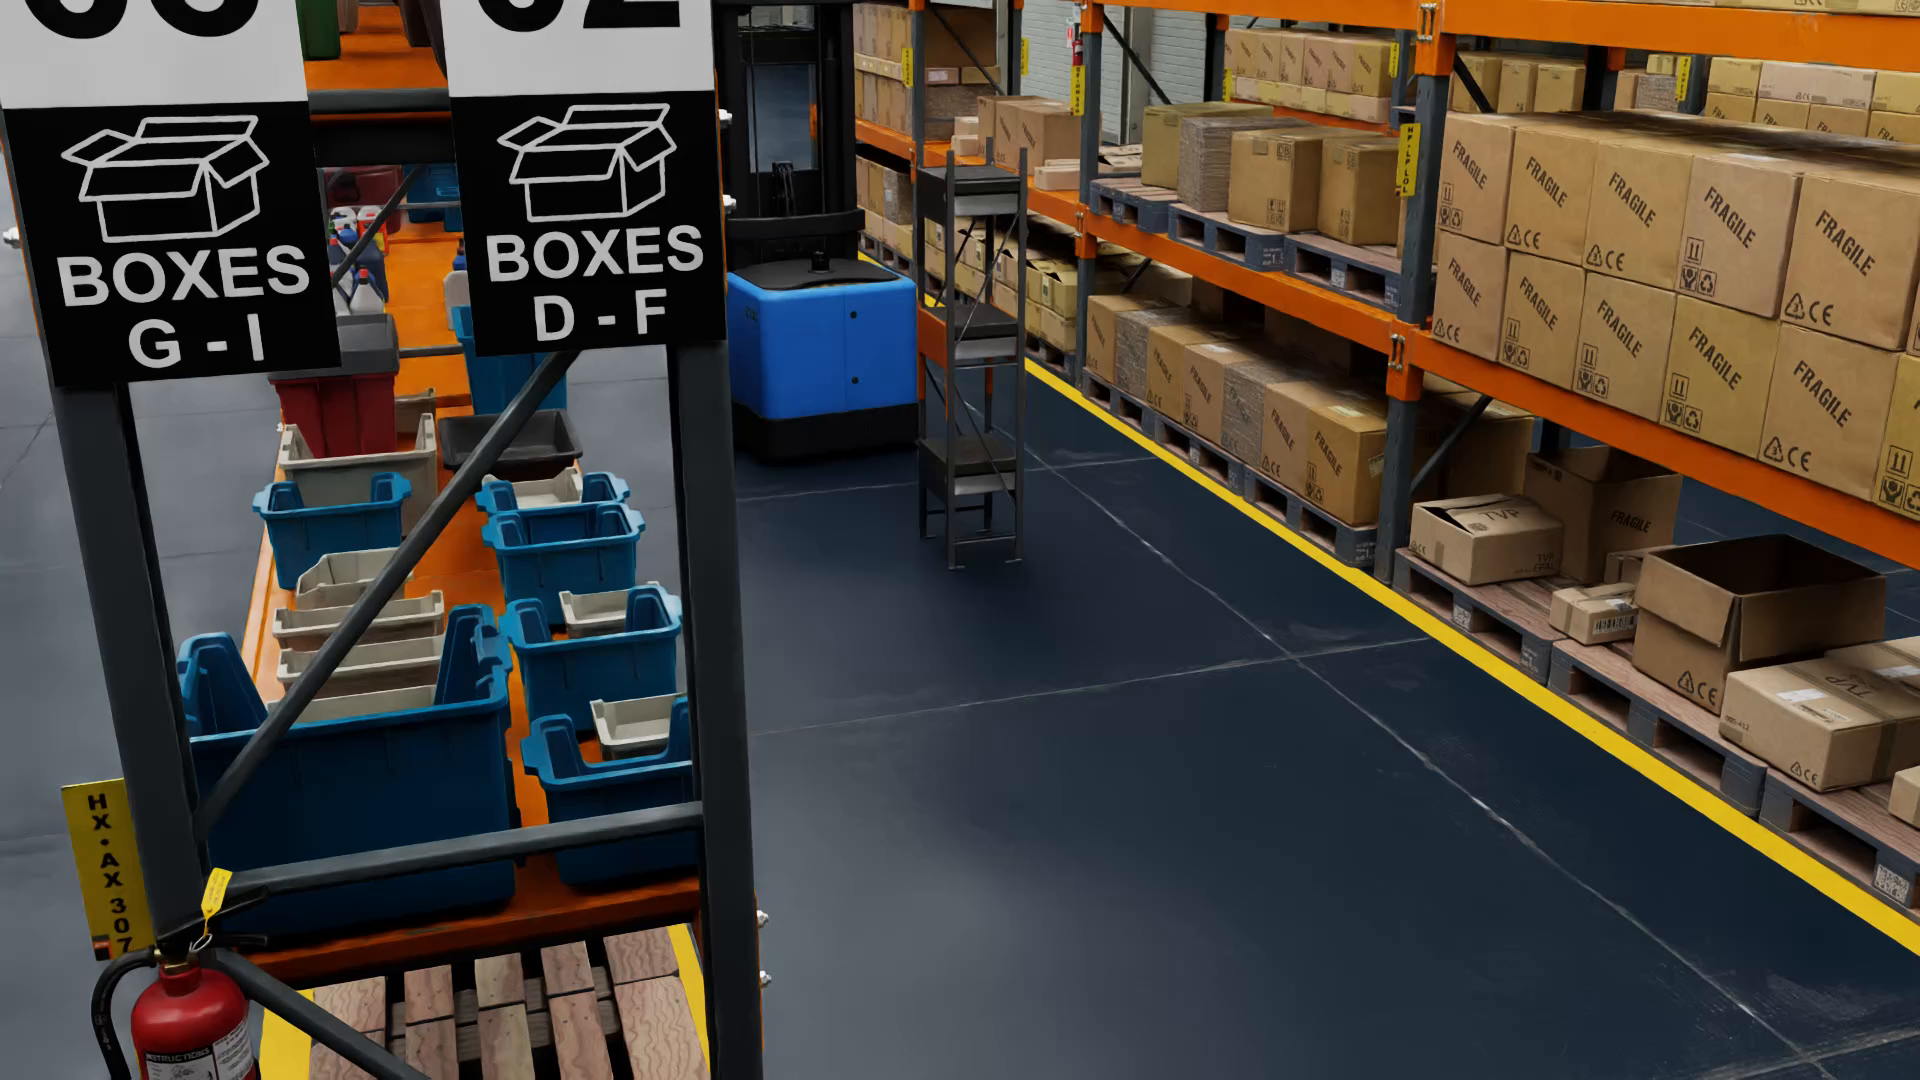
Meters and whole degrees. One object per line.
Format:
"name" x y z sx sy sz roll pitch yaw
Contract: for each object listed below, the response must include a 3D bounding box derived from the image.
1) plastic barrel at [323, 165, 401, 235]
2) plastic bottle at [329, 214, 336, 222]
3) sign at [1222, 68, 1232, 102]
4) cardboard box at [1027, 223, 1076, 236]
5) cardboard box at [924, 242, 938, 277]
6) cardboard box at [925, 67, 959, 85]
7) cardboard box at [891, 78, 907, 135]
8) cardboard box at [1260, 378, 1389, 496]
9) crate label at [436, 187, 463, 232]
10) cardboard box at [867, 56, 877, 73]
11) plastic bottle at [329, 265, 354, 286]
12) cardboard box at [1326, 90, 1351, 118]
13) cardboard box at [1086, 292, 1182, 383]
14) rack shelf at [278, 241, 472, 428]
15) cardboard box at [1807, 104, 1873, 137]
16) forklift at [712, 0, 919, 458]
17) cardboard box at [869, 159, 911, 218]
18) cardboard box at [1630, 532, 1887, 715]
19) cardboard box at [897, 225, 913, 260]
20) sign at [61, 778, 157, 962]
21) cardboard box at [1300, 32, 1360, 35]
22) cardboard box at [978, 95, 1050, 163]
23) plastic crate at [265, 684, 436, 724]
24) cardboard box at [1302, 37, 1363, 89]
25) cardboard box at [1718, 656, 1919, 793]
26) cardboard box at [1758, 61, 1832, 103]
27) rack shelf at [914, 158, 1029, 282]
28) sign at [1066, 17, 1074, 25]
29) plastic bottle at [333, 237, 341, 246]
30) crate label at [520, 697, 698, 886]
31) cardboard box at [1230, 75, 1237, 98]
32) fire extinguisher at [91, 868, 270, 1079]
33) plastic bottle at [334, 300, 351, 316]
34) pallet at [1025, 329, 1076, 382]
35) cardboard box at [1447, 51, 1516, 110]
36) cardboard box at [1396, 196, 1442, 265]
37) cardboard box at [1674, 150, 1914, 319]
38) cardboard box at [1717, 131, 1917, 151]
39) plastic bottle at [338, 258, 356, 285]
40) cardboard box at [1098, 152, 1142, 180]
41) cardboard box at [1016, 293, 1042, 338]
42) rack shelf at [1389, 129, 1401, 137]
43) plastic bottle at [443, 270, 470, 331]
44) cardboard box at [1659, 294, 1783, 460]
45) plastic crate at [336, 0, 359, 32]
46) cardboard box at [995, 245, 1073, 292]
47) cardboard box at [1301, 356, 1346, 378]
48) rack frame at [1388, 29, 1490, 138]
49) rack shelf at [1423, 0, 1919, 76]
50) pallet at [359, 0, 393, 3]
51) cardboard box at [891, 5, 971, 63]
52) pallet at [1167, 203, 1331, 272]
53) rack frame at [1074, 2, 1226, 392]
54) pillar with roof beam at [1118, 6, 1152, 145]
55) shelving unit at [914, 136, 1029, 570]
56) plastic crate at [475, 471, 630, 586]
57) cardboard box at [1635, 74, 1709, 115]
"plastic barrel" -3.820 -2.192 10.381 0.600 0.536 0.708 -6 21 -17
"plastic bottle" -3.498 -1.673 9.309 0.061 0.283 0.133 -6 21 -17
"sign" 1.829 -3.105 11.528 0.100 0.325 0.005 -6 21 -17
"cardboard box" 0.783 -2.561 14.227 0.500 0.311 0.500 -6 21 -17
"cardboard box" -0.049 -2.568 15.075 0.500 0.250 0.500 -7 21 -19
"cardboard box" -0.229 -4.237 15.168 0.380 0.149 0.250 -6 21 -17
"cardboard box" -0.258 -4.177 15.962 0.700 0.500 0.500 -7 21 -18
"cardboard box" 1.999 -0.571 9.116 0.500 0.500 0.500 -6 21 -17
"crate label" -3.163 -2.108 10.595 0.303 0.233 0.416 -6 21 -17
"cardboard box" -0.713 -4.729 16.539 0.380 0.149 0.250 -6 21 -15
"plastic bottle" -2.949 -1.158 7.887 0.152 0.276 0.135 -6 21 -17
"cardboard box" 4.176 -4.567 17.386 0.500 0.250 0.500 -6 21 -17
"cardboard box" 1.189 -1.391 11.398 0.500 0.500 0.500 -5 20 -15
"rack shelf" -2.758 -1.031 8.414 1.077 0.370 4.000 -6 21 -17
"cardboard box" 6.239 -2.749 11.515 0.500 0.500 0.500 -6 21 -17
"forklift" -1.335 -2.337 11.087 1.130 2.935 3.031 -9 22 -24
"cardboard box" -0.601 -3.524 16.627 0.500 0.500 0.500 -6 21 -17
"cardboard box" 3.169 0.317 6.638 0.797 0.503 0.637 -6 21 -17
"cardboard box" -0.294 -2.849 15.858 0.500 0.250 0.500 -6 21 -17
"sign" -1.389 0.543 2.727 0.100 0.325 0.005 -6 21 -17
"cardboard box" 4.169 -5.466 18.781 0.500 0.500 0.500 -7 21 -19
"cardboard box" 0.451 -3.450 13.936 0.500 0.500 0.500 -5 20 -13
"plastic crate" -1.300 0.409 3.641 0.396 0.136 0.243 -6 21 -17
"cardboard box" 4.008 -5.081 17.707 0.500 0.500 0.500 -7 21 -19
"cardboard box" 3.156 0.661 6.054 0.500 0.250 0.500 -6 21 -17
"cardboard box" 6.086 -3.268 11.850 0.500 0.250 0.500 -7 21 -18
"rack shelf" 0.052 -1.581 8.182 0.431 0.518 0.480 -6 21 -17
"sign" 1.836 -8.673 27.789 0.001 0.109 0.331 -6 21 -17
"plastic bottle" -3.257 -1.441 8.681 0.097 0.271 0.097 0 20 0
"crate label" -0.637 0.492 3.268 0.416 0.233 0.303 -6 21 -17
"cardboard box" 3.356 -5.380 19.649 0.500 0.250 0.500 -7 21 -19
"fire extinguisher" -1.256 0.864 2.738 0.296 0.674 0.183 -6 21 -17
"plastic bottle" -2.675 -0.879 7.109 0.152 0.276 0.135 -6 21 -17
"pallet" 1.095 -1.492 12.759 1.003 0.211 1.213 -6 21 -17
"cardboard box" 4.889 -4.435 16.027 0.700 0.500 0.500 -6 21 -17
"cardboard box" 2.638 -1.673 8.369 0.700 0.500 0.500 -15 24 -35
"cardboard box" 2.942 -1.093 5.896 0.500 0.500 0.500 -6 21 -16
"cardboard box" 3.301 -1.310 6.499 0.500 0.500 0.500 -6 21 -17
"plastic bottle" -2.995 -1.240 8.121 0.097 0.271 0.097 0 20 0
"cardboard box" 1.244 -2.616 11.894 0.500 0.311 0.500 -5 20 -14
"cardboard box" 0.755 -1.748 12.792 0.500 0.250 0.500 -7 21 -18
"rack shelf" 5.390 -3.367 14.918 1.077 0.370 4.000 -6 21 -17
"plastic bottle" -2.349 -1.139 7.835 0.152 0.276 0.135 -6 21 -17
"cardboard box" 2.956 -0.620 6.056 0.500 0.500 0.500 -7 21 -18
"plastic crate" -1.757 -1.368 4.242 0.437 0.136 0.530 -6 21 -17
"cardboard box" 0.593 -2.174 13.149 0.500 0.311 0.500 -7 21 -18
"cardboard box" 2.325 -0.796 9.742 0.500 0.500 0.500 -6 21 -17
"rack frame" 4.761 -4.348 16.583 1.000 3.000 0.127 -6 21 -17
"rack shelf" 3.203 -1.684 5.795 1.077 0.370 4.000 -6 21 -17
"pallet" -2.469 -2.292 6.702 1.213 0.211 1.003 -6 21 -17
"cardboard box" -0.246 -4.781 15.724 0.700 0.500 0.500 -6 21 -17
"pallet" 1.932 -1.823 9.837 1.003 0.211 1.213 -6 21 -17
"rack frame" 1.317 -2.536 11.541 1.000 3.000 0.127 -6 21 -17
"pillar with roof beam" -1.428 -9.790 22.861 9.100 9.000 0.400 -6 21 -17
"shelving unit" 0.052 -0.935 8.414 0.431 2.100 0.503 -6 21 -17
"plastic crate" -1.145 -0.027 4.712 0.416 0.233 0.300 -6 21 -17
"cardboard box" 5.861 -3.468 13.335 0.700 0.500 0.500 -9 22 -24
